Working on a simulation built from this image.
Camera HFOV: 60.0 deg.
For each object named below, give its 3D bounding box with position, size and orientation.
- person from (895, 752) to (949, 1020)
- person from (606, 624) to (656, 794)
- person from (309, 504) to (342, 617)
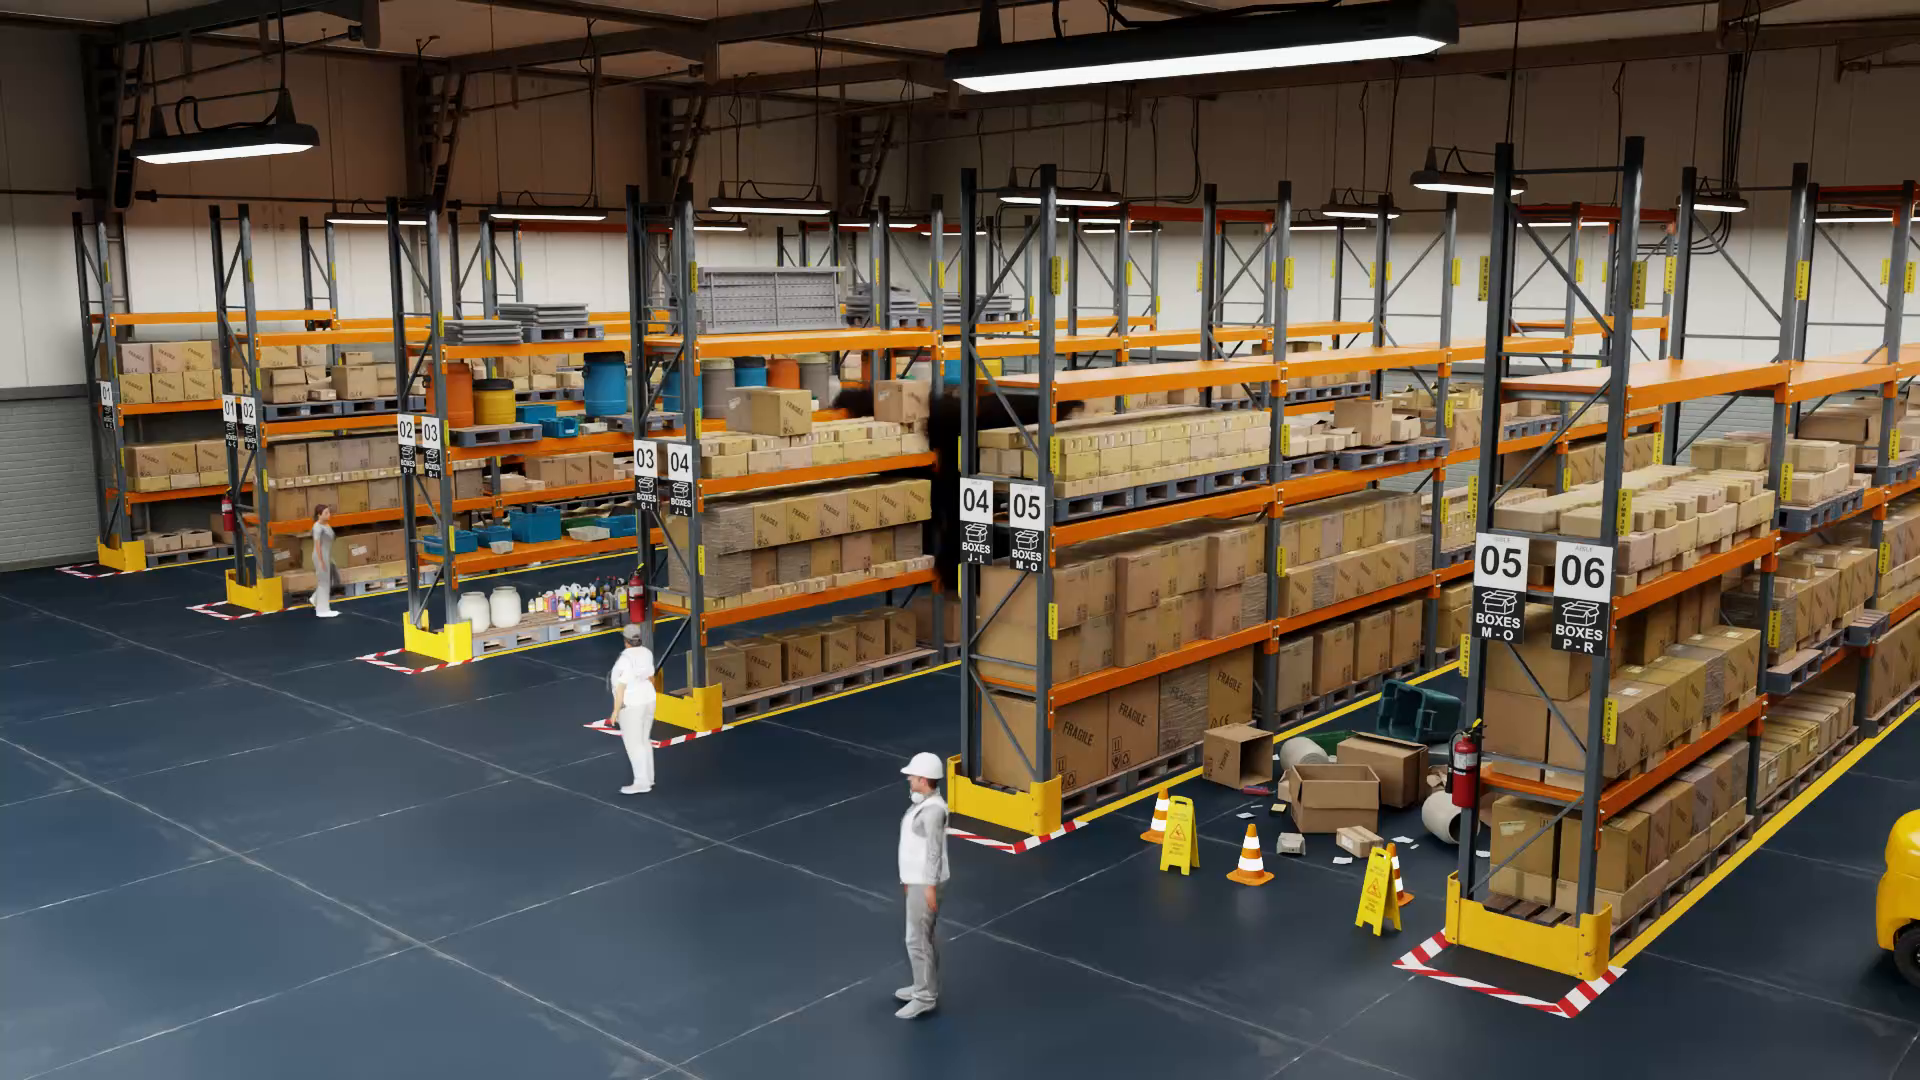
[{"bbox_3d":[-0.271,2.391,11.648,0.389,1.811,0.607,0,9,-3],"label":"person"},{"bbox_3d":[-3.219,1.661,16.364,0.412,1.694,0.530,4,10,20],"label":"person"},{"bbox_3d":[-9.344,0.291,24.398,0.476,1.667,0.494,-3,10,-16],"label":"person"}]
